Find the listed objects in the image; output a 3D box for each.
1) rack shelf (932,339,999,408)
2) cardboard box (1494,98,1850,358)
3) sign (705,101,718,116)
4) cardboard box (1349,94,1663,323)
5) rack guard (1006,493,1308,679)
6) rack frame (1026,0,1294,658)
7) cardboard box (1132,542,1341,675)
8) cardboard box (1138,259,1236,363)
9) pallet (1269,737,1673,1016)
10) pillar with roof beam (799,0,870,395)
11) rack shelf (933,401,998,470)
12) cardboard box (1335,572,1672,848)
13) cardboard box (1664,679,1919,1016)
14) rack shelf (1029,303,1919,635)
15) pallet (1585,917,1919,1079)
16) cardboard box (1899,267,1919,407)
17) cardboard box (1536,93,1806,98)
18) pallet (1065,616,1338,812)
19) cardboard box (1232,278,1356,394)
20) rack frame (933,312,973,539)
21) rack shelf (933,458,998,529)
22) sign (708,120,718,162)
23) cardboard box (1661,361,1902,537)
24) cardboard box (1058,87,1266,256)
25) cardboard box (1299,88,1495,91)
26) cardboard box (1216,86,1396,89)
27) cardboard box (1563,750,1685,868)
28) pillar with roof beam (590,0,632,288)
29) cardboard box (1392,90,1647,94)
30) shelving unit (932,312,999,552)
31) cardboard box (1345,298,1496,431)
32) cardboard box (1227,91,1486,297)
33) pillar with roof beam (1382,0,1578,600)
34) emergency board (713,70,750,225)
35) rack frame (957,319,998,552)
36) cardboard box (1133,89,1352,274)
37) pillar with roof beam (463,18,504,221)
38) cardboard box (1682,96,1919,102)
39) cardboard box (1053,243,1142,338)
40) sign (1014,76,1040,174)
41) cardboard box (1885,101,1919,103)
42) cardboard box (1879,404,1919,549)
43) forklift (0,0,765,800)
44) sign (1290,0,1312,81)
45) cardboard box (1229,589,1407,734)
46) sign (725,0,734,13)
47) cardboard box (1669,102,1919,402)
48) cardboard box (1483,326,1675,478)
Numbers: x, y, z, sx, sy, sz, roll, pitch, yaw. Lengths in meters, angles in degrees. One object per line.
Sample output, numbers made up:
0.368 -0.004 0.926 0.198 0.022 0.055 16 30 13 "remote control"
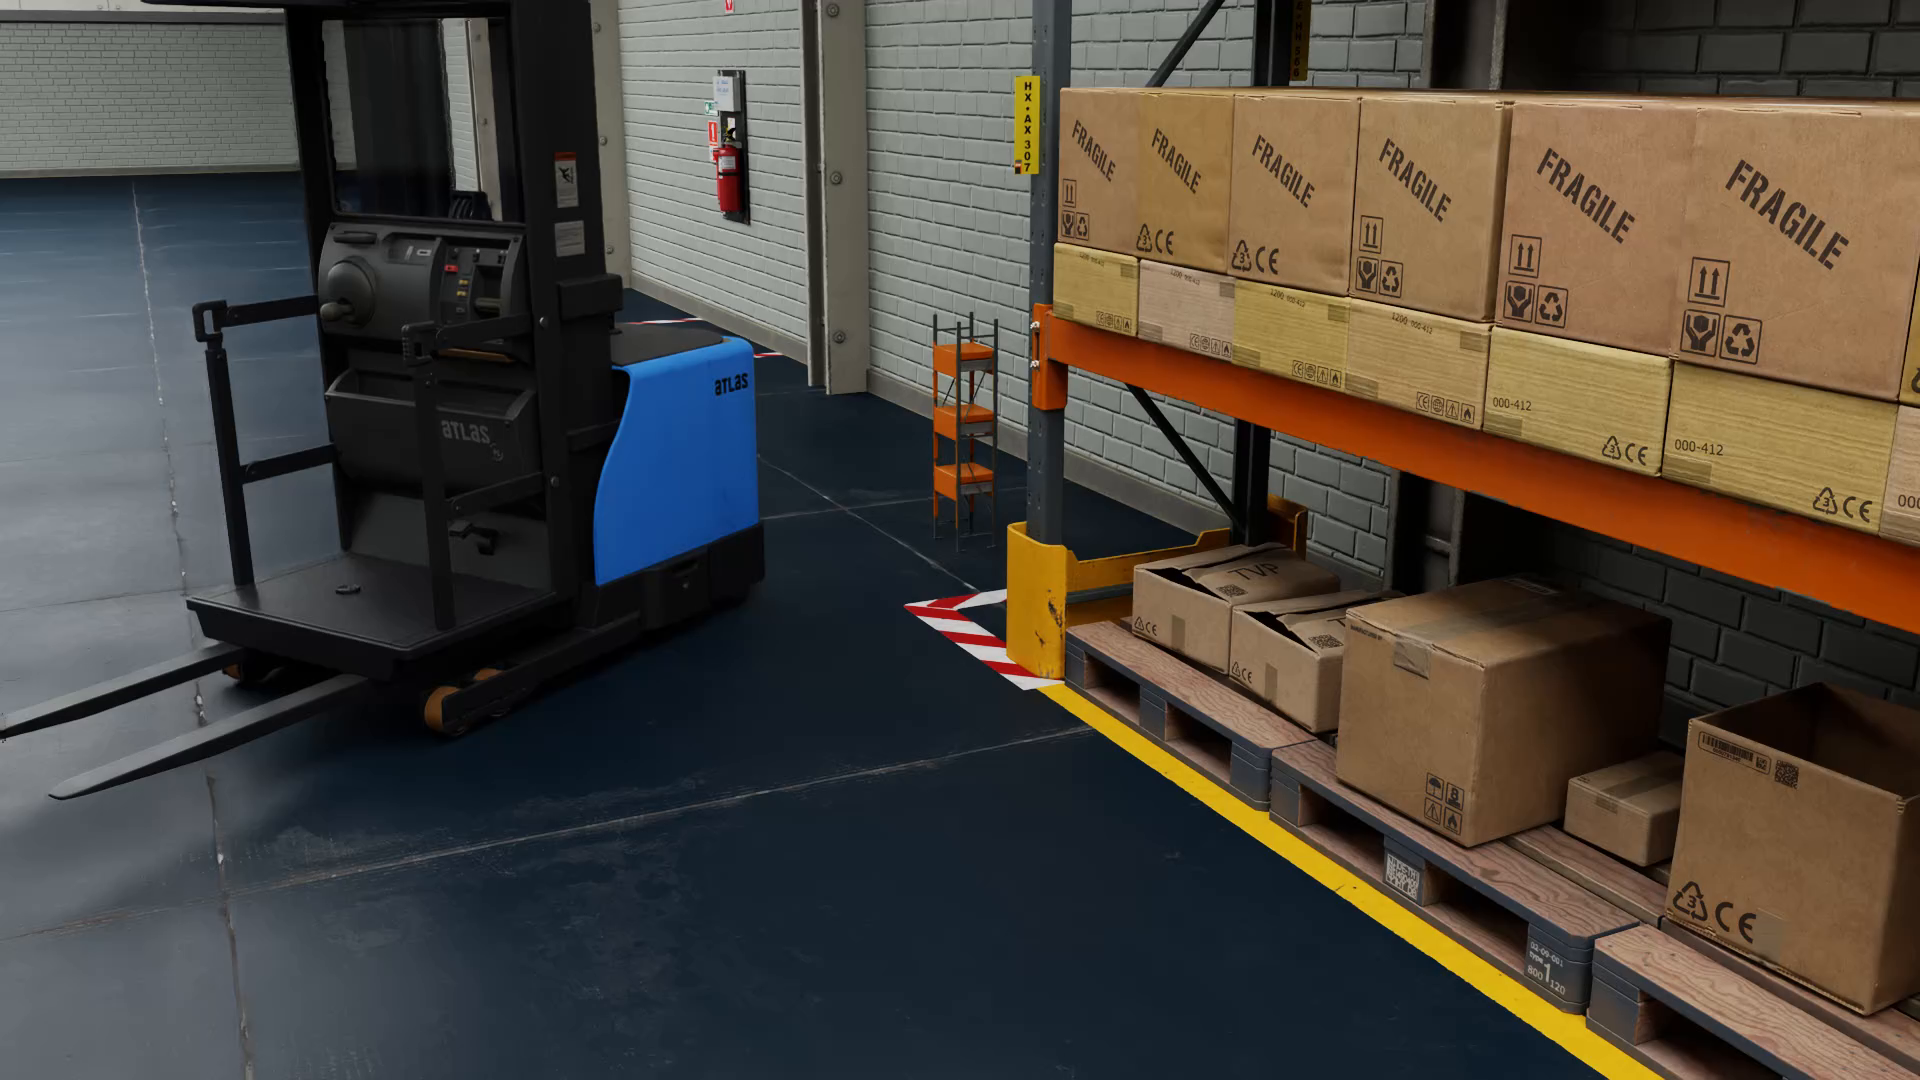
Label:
0.023 -0.754 7.484 0.215 0.259 0.240 -8 18 -25 "rack shelf"
1.552 -0.700 3.628 0.500 0.500 0.500 -8 18 -26 "cardboard box"
-2.028 -3.520 13.553 0.001 0.109 0.331 -8 18 -25 "sign"
1.324 -0.829 4.077 0.500 0.500 0.500 -7 17 -23 "cardboard box"
0.753 0.156 6.302 1.175 0.500 0.348 -8 18 -25 "rack guard"
0.720 -1.065 6.023 1.000 3.000 0.127 -8 18 -25 "rack frame"
0.942 0.199 5.697 0.500 0.311 0.500 -10 19 -31 "cardboard box"
0.888 -0.716 5.042 0.500 0.250 0.500 -8 18 -27 "cardboard box"
1.608 0.802 4.572 1.003 0.211 1.213 -8 18 -25 "pallet"
-4.695 -4.847 8.326 9.100 9.000 0.400 -8 18 -25 "pillar with roof beam"
0.023 -0.481 7.563 0.215 0.259 0.240 -8 18 -25 "rack shelf"
1.468 0.437 4.523 0.700 0.500 0.500 -9 18 -28 "cardboard box"
1.981 0.665 3.730 0.500 0.500 0.500 -9 18 -29 "cardboard box"
1.596 -0.223 4.394 1.077 0.370 4.000 -8 18 -25 "rack shelf"
2.146 1.105 3.516 1.003 0.211 1.213 -8 18 -25 "pallet"
1.987 -0.451 2.759 0.500 0.500 0.500 -8 18 -25 "cardboard box"
1.780 -0.893 4.300 0.500 0.500 0.500 -7 18 -24 "cardboard box"
1.077 0.500 5.625 1.003 0.211 1.213 -8 18 -25 "pallet"
1.106 -0.589 4.600 0.500 0.250 0.500 -8 18 -26 "cardboard box"
-0.030 -0.522 7.665 0.200 1.050 0.008 -8 18 -25 "rack frame"
0.023 -0.214 7.639 0.215 0.259 0.240 -8 18 -25 "rack shelf"
-2.022 -3.267 13.634 0.001 0.329 0.234 -8 18 -25 "sign"
1.781 -0.216 3.300 0.500 0.250 0.500 -8 18 -25 "cardboard box"
0.659 -1.208 5.398 0.500 0.500 0.500 -8 18 -25 "cardboard box"
1.329 -1.145 5.180 0.500 0.500 0.500 -7 18 -24 "cardboard box"
1.117 -1.271 5.619 0.500 0.500 0.500 -8 18 -26 "cardboard box"
1.789 0.687 4.289 0.380 0.149 0.250 -9 18 -29 "cardboard box"
-7.323 -6.334 13.510 9.100 9.000 0.400 -8 18 -25 "pillar with roof beam"
1.559 -1.018 4.735 0.500 0.500 0.500 -8 18 -26 "cardboard box"
0.023 -0.491 7.560 0.215 1.050 0.252 -8 18 -25 "shelving unit"
1.326 -0.463 4.162 0.500 0.250 0.500 -7 18 -24 "cardboard box"
1.087 -0.955 4.518 0.500 0.500 0.500 -8 18 -27 "cardboard box"
-2.066 -3.359 3.142 9.100 9.000 0.400 -8 18 -25 "pillar with roof beam"
-1.873 -3.101 13.118 0.194 1.169 0.643 -8 18 -25 "emergency board"
0.077 -0.461 7.454 0.200 1.050 0.008 -8 18 -25 "rack frame"
0.866 -1.084 4.967 0.500 0.500 0.500 -8 18 -25 "cardboard box"
-9.952 -7.822 18.695 9.100 9.000 0.400 -8 18 -25 "pillar with roof beam"
2.017 -0.766 3.856 0.500 0.500 0.500 -7 17 -23 "cardboard box"
0.648 -0.843 5.485 0.500 0.250 0.500 -8 18 -27 "cardboard box"
0.232 -1.415 5.675 0.100 0.325 0.005 -8 18 -25 "sign"
2.231 -0.641 3.423 0.500 0.500 0.500 -8 18 -25 "cardboard box"
1.992 -0.091 2.866 0.500 0.250 0.500 -8 18 -25 "cardboard box"
-1.979 -0.903 5.583 1.130 2.935 3.031 9 18 28 "forklift"
1.227 -1.835 6.036 0.100 0.325 0.005 -8 18 -25 "sign"
1.192 0.340 5.204 0.500 0.311 0.500 -6 17 -20 "cardboard box"
-1.787 -4.229 12.847 0.001 0.298 0.199 -8 18 -25 "sign"
1.763 -0.574 3.188 0.500 0.500 0.500 -8 18 -25 "cardboard box"
1.547 -0.339 3.728 0.500 0.250 0.500 -8 18 -25 "cardboard box"
